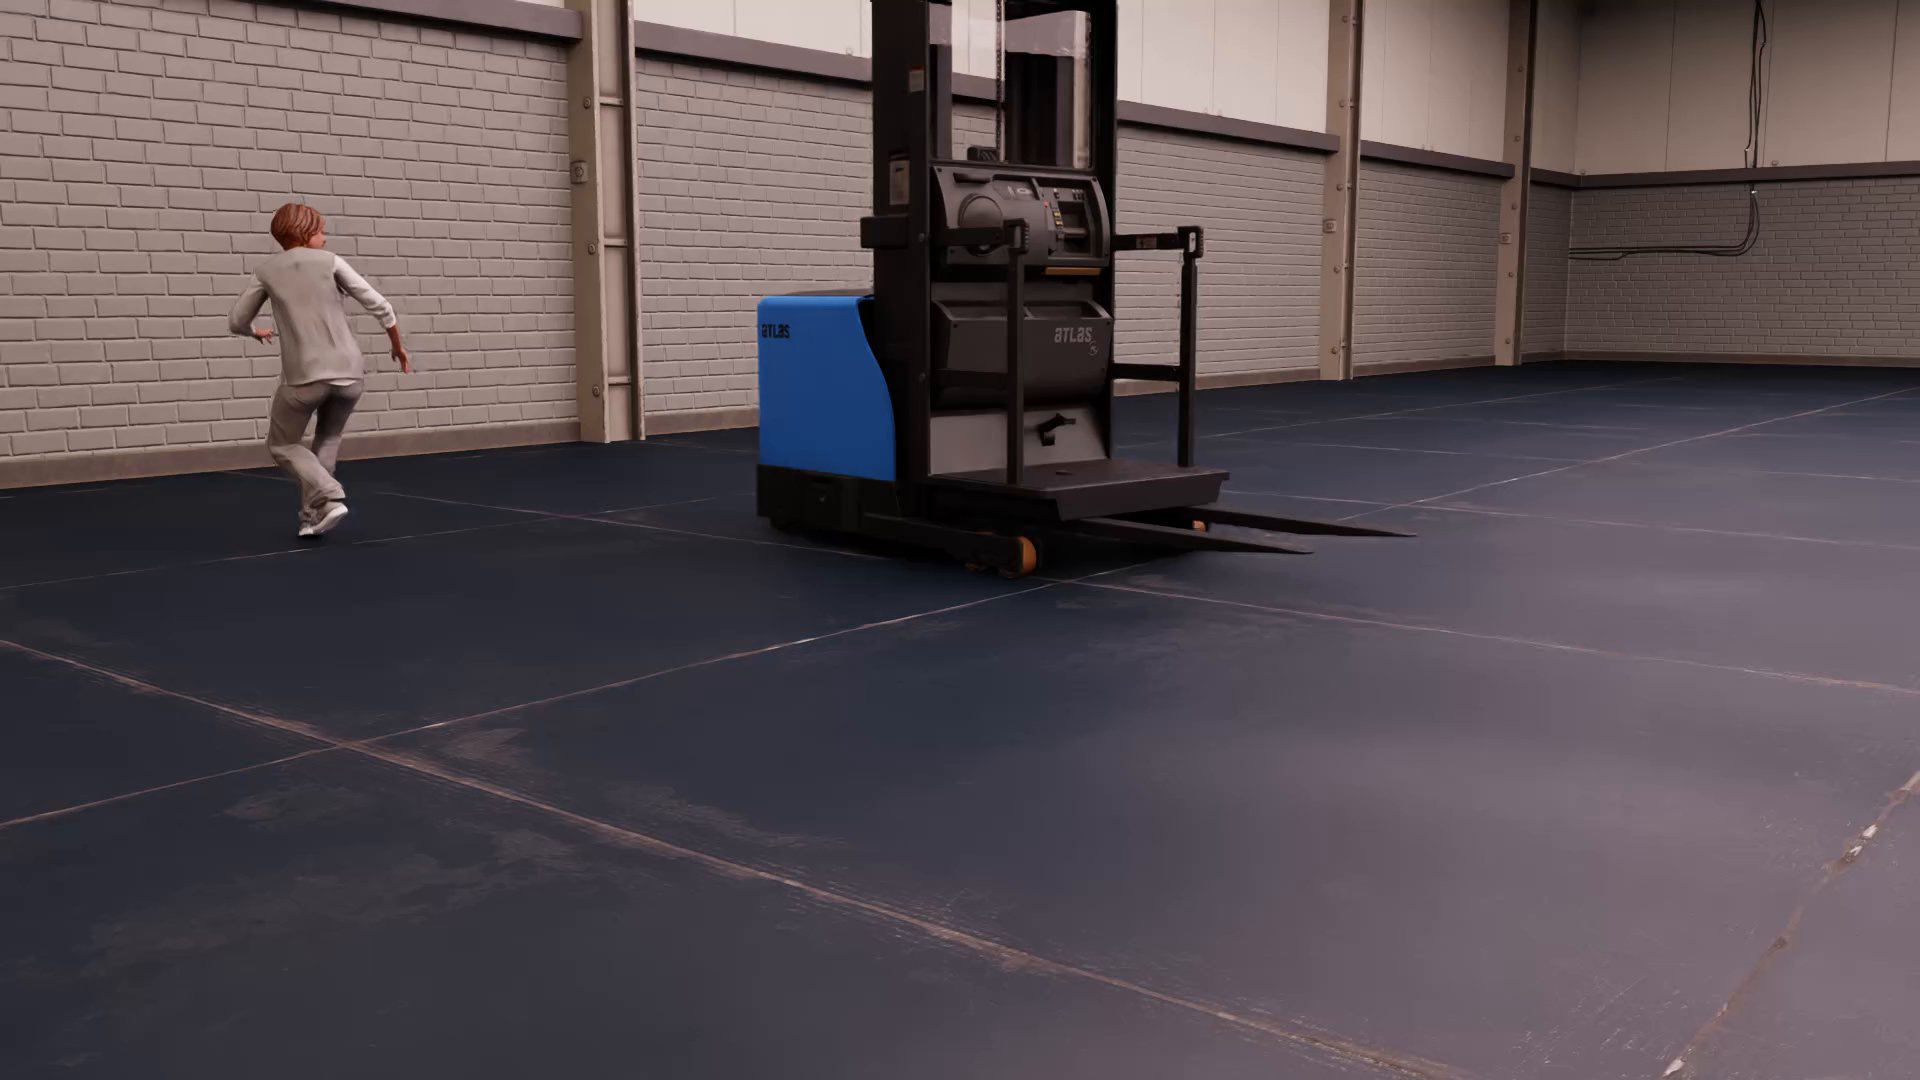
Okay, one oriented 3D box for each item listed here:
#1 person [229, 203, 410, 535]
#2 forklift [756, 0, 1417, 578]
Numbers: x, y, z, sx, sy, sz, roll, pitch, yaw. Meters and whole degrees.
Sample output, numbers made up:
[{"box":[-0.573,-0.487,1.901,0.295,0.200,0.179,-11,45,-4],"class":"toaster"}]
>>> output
[{"box":[-2.833,-0.741,7.406,0.738,1.482,0.758,-5,10,-30],"class":"person"},{"box":[0.406,-1.384,6.741,1.130,2.935,3.031,-7,11,-41],"class":"forklift"}]
